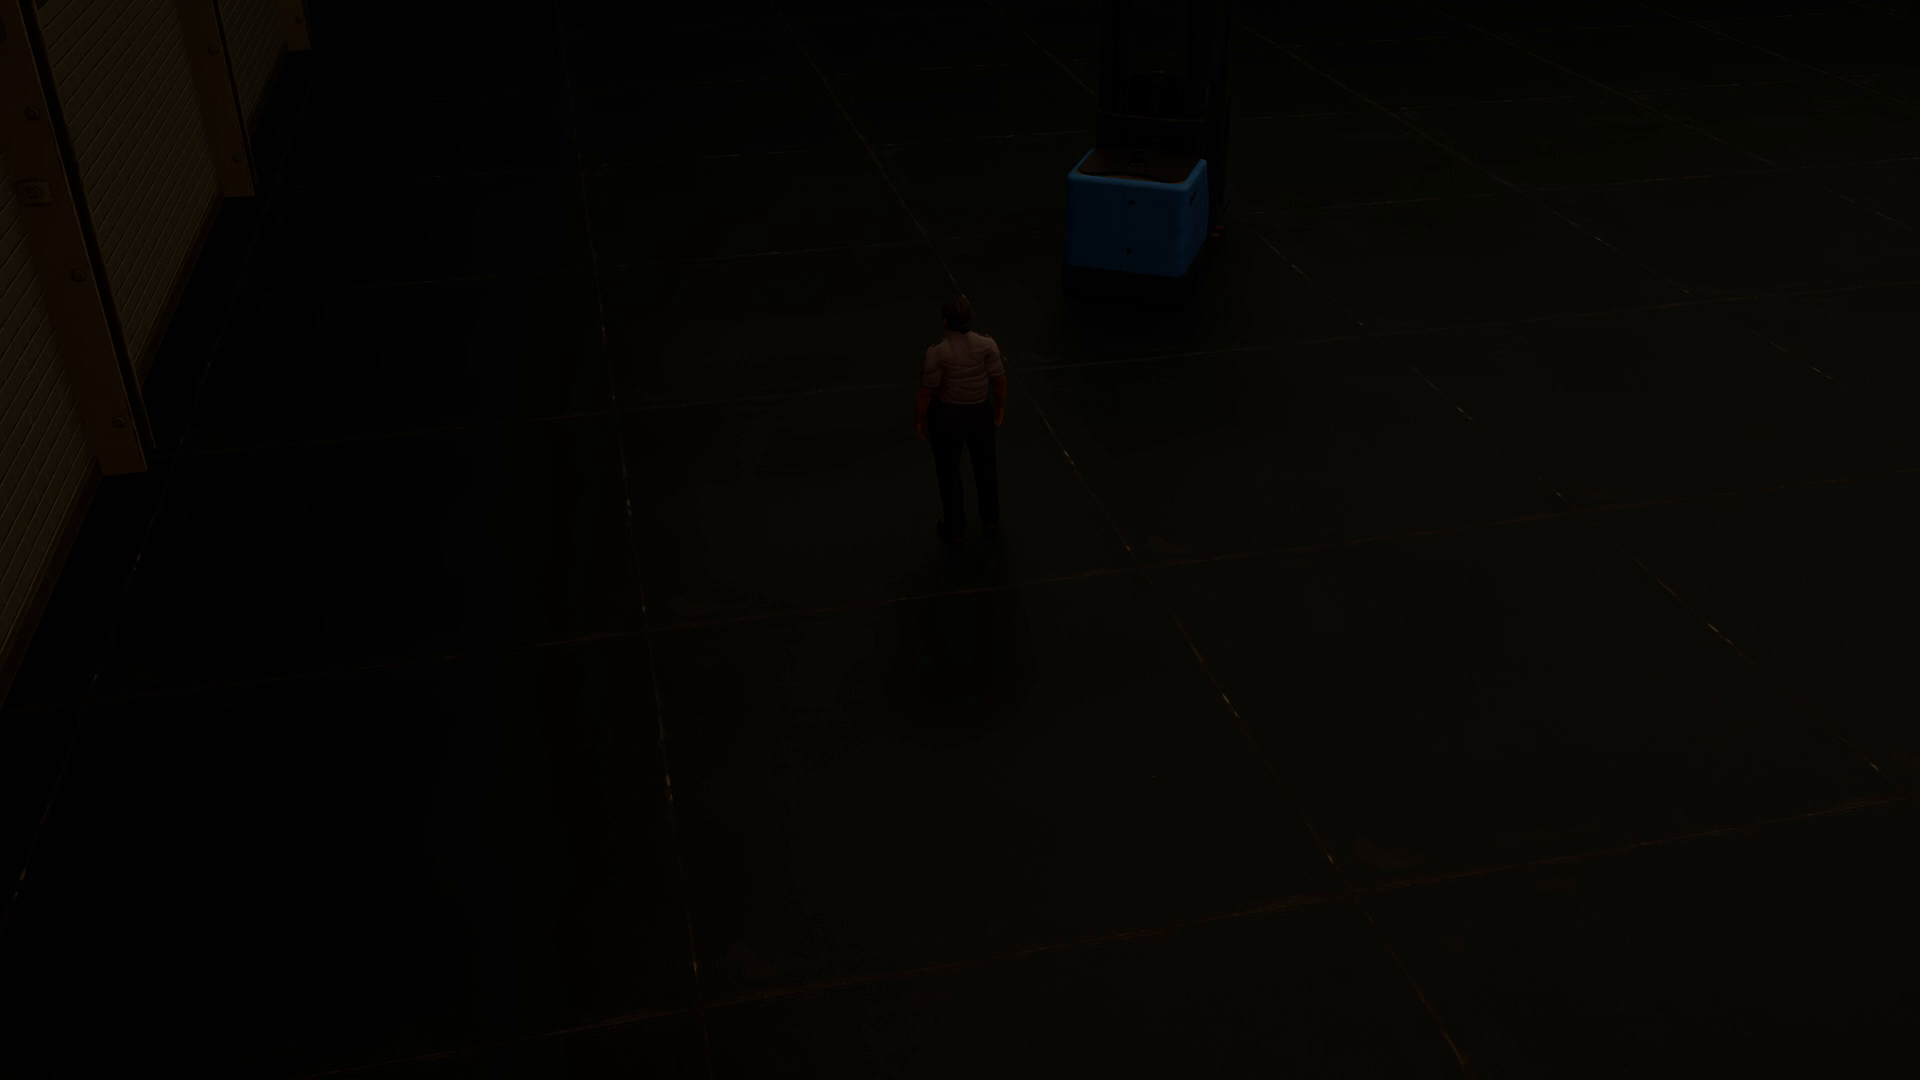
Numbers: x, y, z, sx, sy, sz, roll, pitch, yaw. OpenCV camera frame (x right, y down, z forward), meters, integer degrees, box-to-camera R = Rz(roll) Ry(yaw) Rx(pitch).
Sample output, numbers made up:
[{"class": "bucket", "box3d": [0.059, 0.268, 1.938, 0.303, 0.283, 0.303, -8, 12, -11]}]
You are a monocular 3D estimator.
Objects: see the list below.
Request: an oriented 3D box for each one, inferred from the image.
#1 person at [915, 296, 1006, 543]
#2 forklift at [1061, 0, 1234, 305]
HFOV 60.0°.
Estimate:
[{"class": "person", "box3d": [0.001, -0.766, 10.164, 0.598, 1.651, 0.502, -7, 31, -12]}, {"class": "forklift", "box3d": [1.799, -3.930, 14.363, 1.130, 2.935, 3.031, 9, 31, 16]}]
